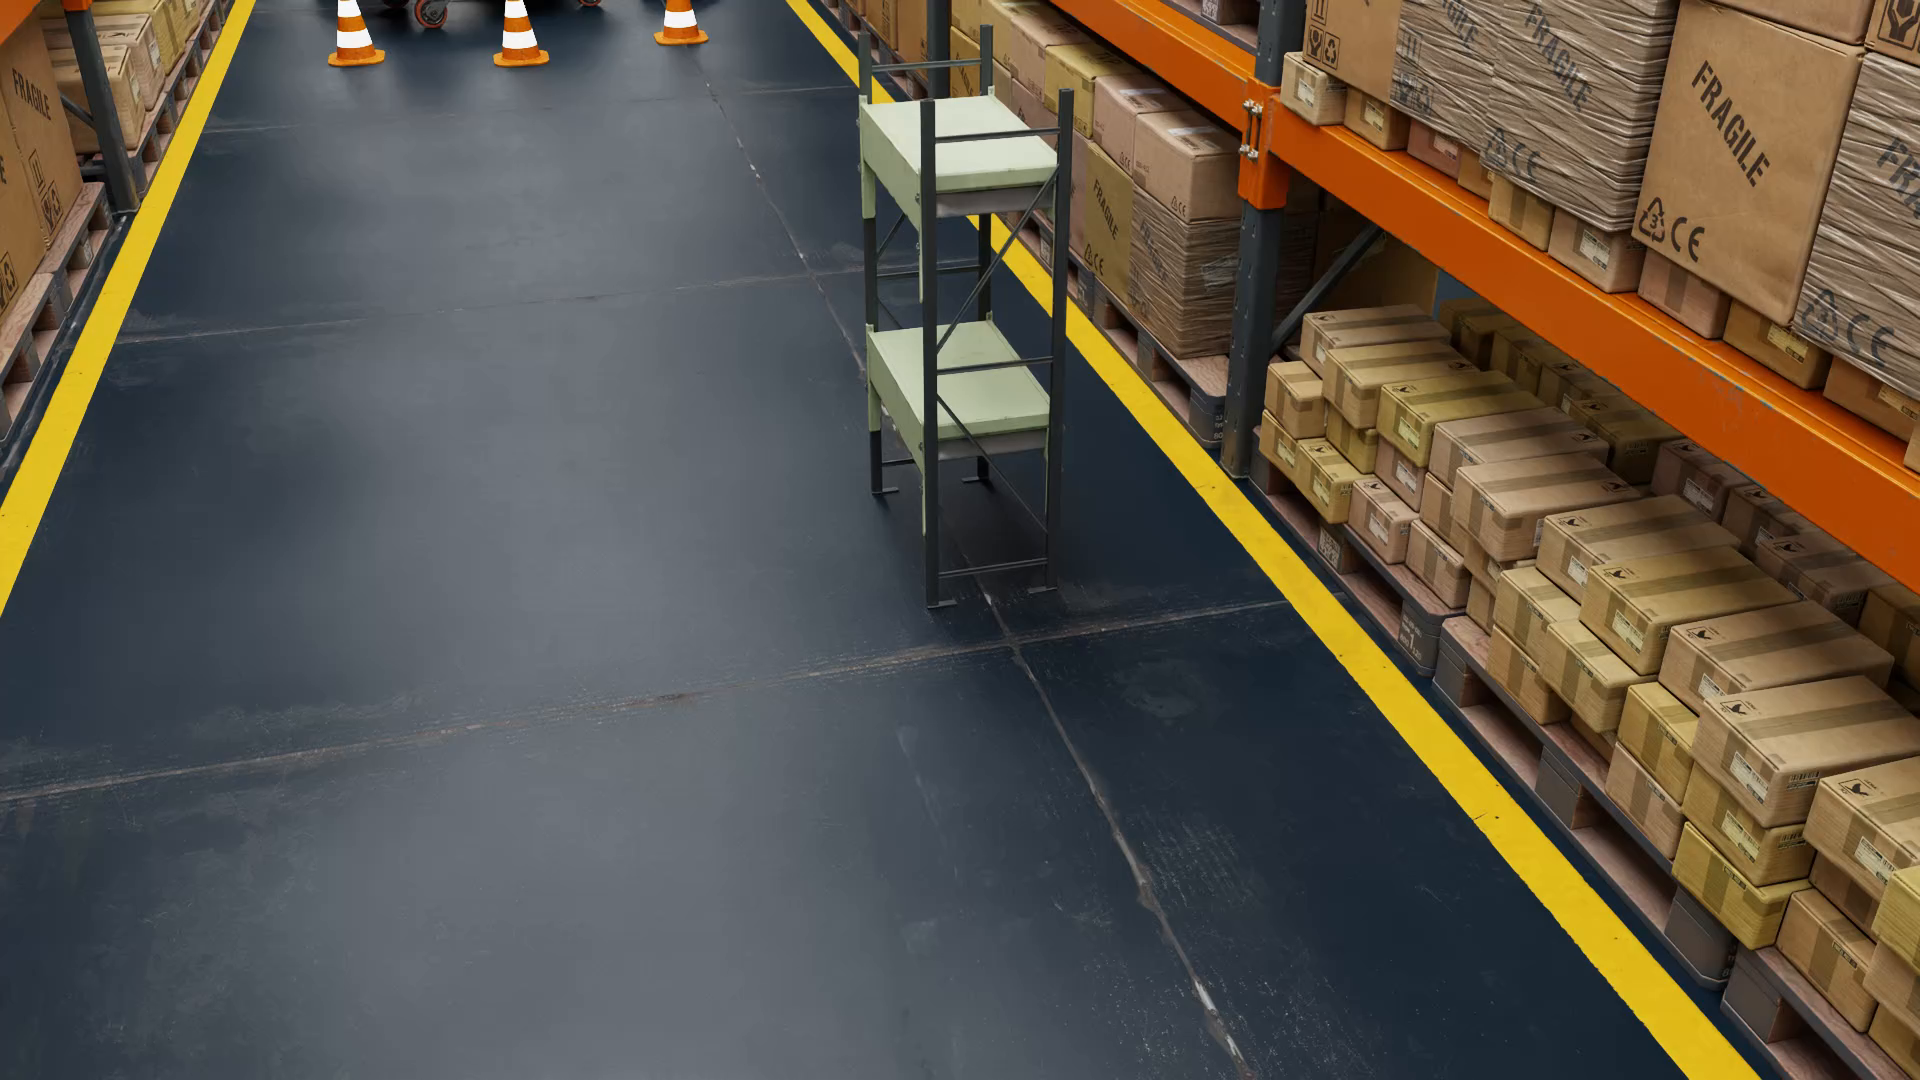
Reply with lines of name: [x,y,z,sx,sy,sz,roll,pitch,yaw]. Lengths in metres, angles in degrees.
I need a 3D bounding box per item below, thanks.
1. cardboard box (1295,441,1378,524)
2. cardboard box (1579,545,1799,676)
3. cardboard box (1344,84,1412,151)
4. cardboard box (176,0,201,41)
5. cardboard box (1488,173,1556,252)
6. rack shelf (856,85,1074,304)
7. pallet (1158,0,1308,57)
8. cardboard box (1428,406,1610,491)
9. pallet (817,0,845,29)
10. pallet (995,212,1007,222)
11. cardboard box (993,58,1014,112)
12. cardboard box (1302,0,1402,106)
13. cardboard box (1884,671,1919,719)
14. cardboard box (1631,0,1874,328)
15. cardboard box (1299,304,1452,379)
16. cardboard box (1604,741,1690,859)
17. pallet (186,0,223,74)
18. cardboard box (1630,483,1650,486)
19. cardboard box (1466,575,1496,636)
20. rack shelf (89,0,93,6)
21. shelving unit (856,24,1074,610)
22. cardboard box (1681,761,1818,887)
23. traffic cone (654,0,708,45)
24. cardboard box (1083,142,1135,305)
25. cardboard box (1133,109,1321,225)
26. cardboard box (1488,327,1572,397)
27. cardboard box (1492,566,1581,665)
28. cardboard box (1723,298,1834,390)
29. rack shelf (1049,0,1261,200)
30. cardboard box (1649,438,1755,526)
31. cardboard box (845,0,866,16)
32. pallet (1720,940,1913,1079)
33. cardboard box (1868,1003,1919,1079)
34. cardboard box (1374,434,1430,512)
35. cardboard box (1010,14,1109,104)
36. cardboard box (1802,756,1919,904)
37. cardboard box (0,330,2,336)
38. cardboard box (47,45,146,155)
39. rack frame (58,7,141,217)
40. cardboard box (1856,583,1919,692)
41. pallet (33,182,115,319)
cardboard box: [1.242,-0.190,5.010,0.380,0.149,0.250,-7,31,-12]
cardboard box: [1.667,0.158,3.816,0.380,0.149,0.250,-8,31,-13]
cardboard box: [1.285,-1.185,4.554,0.380,0.149,0.250,-7,31,-12]
cardboard box: [-5.149,-3.190,9.972,0.950,0.372,0.625,-6,31,-10]
cardboard box: [1.476,-0.801,3.890,0.380,0.149,0.250,-7,31,-12]
rack shelf: [-0.002,-0.990,4.684,0.431,0.370,0.720,-8,31,-13]
pallet: [1.322,-1.894,5.720,1.003,0.211,1.213,-8,31,-13]
cardboard box: [1.498,-0.221,4.470,0.380,0.149,0.250,-9,31,-15]
pallet: [-0.461,-3.883,11.748,1.003,0.211,1.213,-8,31,-13]
pallet: [0.529,-1.936,8.385,1.003,0.211,1.213,-8,31,-13]
cardboard box: [0.402,-2.003,7.792,0.500,0.500,0.500,-7,31,-13]
cardboard box: [1.273,-1.488,4.430,0.500,0.500,0.500,-8,31,-14]
cardboard box: [2.149,0.354,3.774,0.380,0.149,0.250,-6,31,-11]
cardboard box: [1.681,-0.747,3.150,0.500,0.500,0.500,-6,31,-11]
cardboard box: [1.276,-0.600,5.126,0.380,0.149,0.250,-7,31,-11]
cardboard box: [1.693,0.552,3.729,0.380,0.149,0.250,-7,31,-12]
pallet: [-5.276,-3.163,10.504,1.003,0.211,1.213,-8,31,-13]
cardboard box: [1.919,-0.165,4.671,0.380,0.149,0.250,-8,31,-13]
cardboard box: [1.579,0.165,4.398,0.380,0.149,0.250,-9,31,-15]
rack shelf: [-4.953,-3.468,8.966,1.077,0.370,4.000,-8,31,-13]
shelving unit: [-0.002,-0.652,4.880,0.431,1.500,0.755,-8,31,-13]
cardboard box: [1.742,0.550,3.435,0.380,0.149,0.250,-7,31,-13]
traffic cone: [-1.839,-3.506,10.846,0.336,0.463,0.334,-8,31,-13]
cardboard box: [0.810,-1.261,6.510,0.500,0.500,0.500,-9,31,-14]
cardboard box: [0.943,-1.339,5.897,0.500,0.250,0.500,-9,31,-15]
cardboard box: [1.836,-0.539,5.020,0.380,0.149,0.250,-7,31,-13]
cardboard box: [1.551,0.172,4.088,0.380,0.149,0.250,-8,31,-14]
cardboard box: [1.744,-0.428,3.246,0.380,0.149,0.250,-7,31,-12]
rack shelf: [0.854,-2.244,6.850,1.077,0.370,4.000,-8,31,-13]
cardboard box: [2.064,-0.165,4.374,0.380,0.149,0.250,-9,31,-16]
cardboard box: [-0.235,-3.907,10.832,1.050,0.750,0.750,-8,31,-13]
pallet: [2.245,1.116,3.111,1.003,0.211,1.213,-8,31,-13]
cardboard box: [1.953,0.919,3.095,0.380,0.149,0.250,-8,31,-14]
cardboard box: [1.426,-0.225,4.774,0.380,0.149,0.250,-8,31,-14]
cardboard box: [0.526,-2.094,7.202,0.500,0.250,0.500,-8,31,-13]
cardboard box: [1.851,0.545,3.147,0.380,0.149,0.250,-9,31,-15]
cardboard box: [-3.850,-0.868,5.457,0.875,0.875,0.875,-7,31,-12]
cardboard box: [-4.563,-2.133,8.144,0.950,0.372,0.625,-10,32,-17]
rack frame: [-4.423,-2.814,7.117,1.000,3.000,0.127,-8,31,-13]
cardboard box: [2.267,0.206,3.732,0.380,0.149,0.250,-7,31,-13]
pallet: [-4.286,-1.216,7.140,1.003,0.211,1.213,-8,31,-13]
